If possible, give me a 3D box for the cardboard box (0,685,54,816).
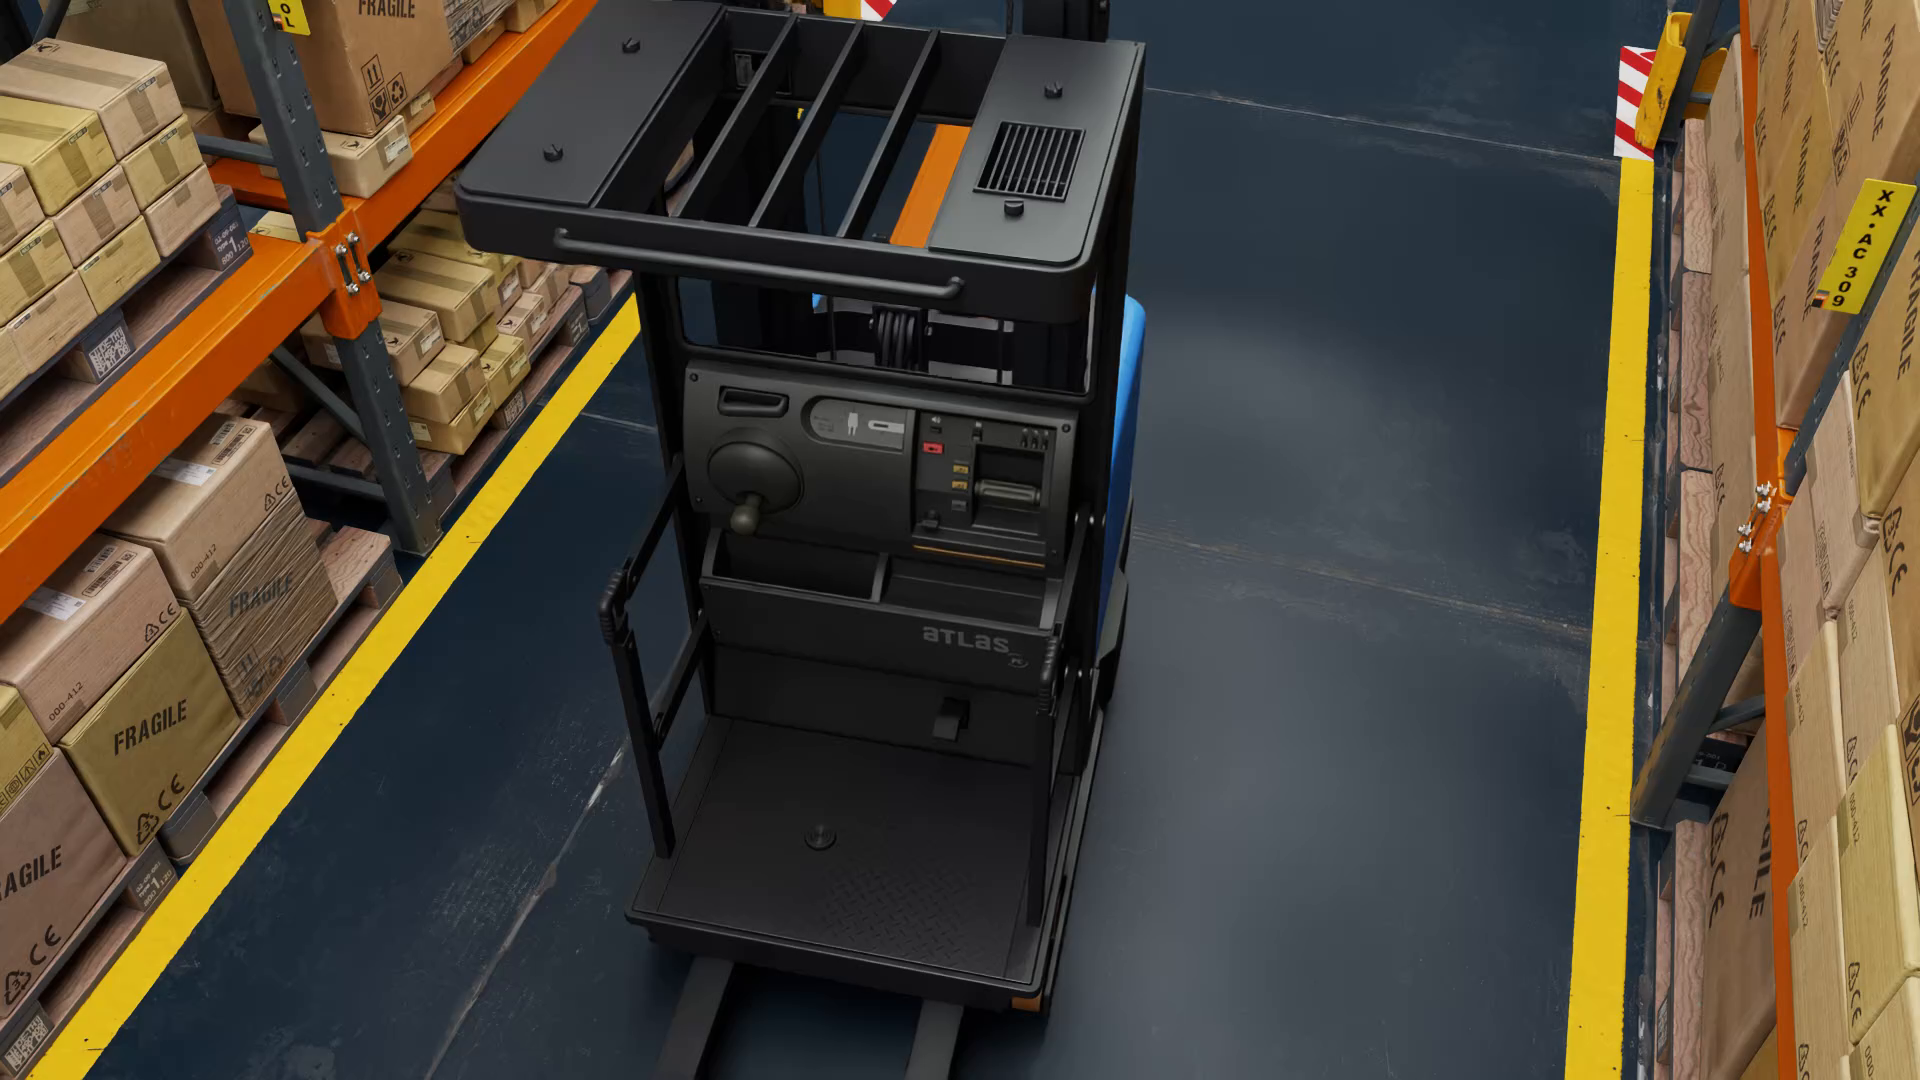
[{"bbox_3d":[-2.582,0.567,3.976,0.500,0.250,0.500,11,45,11],"label":"cardboard box"}]

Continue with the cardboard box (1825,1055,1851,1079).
[{"bbox_3d":[1.595,1.134,2.554,0.500,0.250,0.500,12,46,12],"label":"cardboard box"}]

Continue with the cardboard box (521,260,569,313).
[{"bbox_3d":[-1.731,-0.993,6.358,0.380,0.149,0.250,12,46,12],"label":"cardboard box"}]

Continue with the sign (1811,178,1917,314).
[{"bbox_3d":[1.936,-0.626,3.570,0.100,0.325,0.005,13,46,13],"label":"sign"}]

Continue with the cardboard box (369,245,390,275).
[{"bbox_3d":[-2.356,-1.033,6.187,0.380,0.149,0.250,11,45,11],"label":"cardboard box"}]

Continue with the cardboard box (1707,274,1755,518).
[{"bbox_3d":[3.028,-0.399,5.545,0.875,0.438,0.875,11,45,11],"label":"cardboard box"}]

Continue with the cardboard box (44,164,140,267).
[{"bbox_3d":[-2.294,-0.837,4.127,0.380,0.149,0.250,13,46,13],"label":"cardboard box"}]

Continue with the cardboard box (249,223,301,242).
[{"bbox_3d":[-2.383,-0.968,5.907,0.380,0.149,0.250,13,46,13],"label":"cardboard box"}]

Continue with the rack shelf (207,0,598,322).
[{"bbox_3d":[-1.677,-2.229,6.398,1.077,0.370,4.000,13,46,13],"label":"rack shelf"}]

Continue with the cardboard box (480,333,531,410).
[{"bbox_3d":[-1.786,-0.636,5.994,0.380,0.149,0.250,14,46,14],"label":"cardboard box"}]

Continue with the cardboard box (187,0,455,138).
[{"bbox_3d":[-1.893,-1.572,4.927,0.500,0.500,0.500,12,46,12],"label":"cardboard box"}]

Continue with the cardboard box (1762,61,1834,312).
[{"bbox_3d":[2.513,-0.915,4.469,0.500,0.500,0.500,11,46,12],"label":"cardboard box"}]

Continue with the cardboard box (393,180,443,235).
[{"bbox_3d":[-2.162,-1.292,6.238,0.380,0.149,0.250,14,46,14],"label":"cardboard box"}]

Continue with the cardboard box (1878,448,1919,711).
[{"bbox_3d":[1.931,0.012,2.806,0.500,0.500,0.500,12,46,12],"label":"cardboard box"}]

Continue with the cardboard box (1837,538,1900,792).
[{"bbox_3d":[1.932,0.290,3.059,0.500,0.250,0.500,13,46,13],"label":"cardboard box"}]

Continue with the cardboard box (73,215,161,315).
[{"bbox_3d":[-2.292,-0.733,4.234,0.380,0.149,0.250,13,46,13],"label":"cardboard box"}]

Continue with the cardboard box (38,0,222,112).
[{"bbox_3d":[-2.405,-1.677,5.035,0.500,0.500,0.500,13,46,13],"label":"cardboard box"}]

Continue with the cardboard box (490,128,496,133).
[{"bbox_3d":[-1.906,-1.697,6.865,0.380,0.149,0.250,15,46,14],"label":"cardboard box"}]

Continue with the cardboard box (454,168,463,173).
[{"bbox_3d":[-2.128,-1.354,6.514,0.380,0.149,0.250,14,46,13],"label":"cardboard box"}]

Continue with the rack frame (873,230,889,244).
[{"bbox_3d":[-0.019,-0.506,5.463,0.500,1.125,0.032,8,45,9],"label":"rack frame"}]

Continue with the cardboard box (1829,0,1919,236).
[{"bbox_3d":[2.345,-0.938,3.778,0.500,0.500,0.500,12,46,12],"label":"cardboard box"}]

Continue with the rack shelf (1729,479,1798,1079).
[{"bbox_3d":[1.860,1.418,2.670,1.077,0.370,4.000,13,46,13],"label":"rack shelf"}]

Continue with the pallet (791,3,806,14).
[{"bbox_3d":[-1.374,-2.238,7.886,1.003,0.211,1.213,13,46,13],"label":"pallet"}]

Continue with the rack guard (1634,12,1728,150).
[{"bbox_3d":[3.684,-1.961,7.396,1.175,0.500,0.348,13,46,13],"label":"rack guard"}]

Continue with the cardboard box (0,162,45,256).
[{"bbox_3d":[-2.379,-0.766,3.842,0.380,0.149,0.250,11,45,11],"label":"cardboard box"}]

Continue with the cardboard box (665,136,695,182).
[{"bbox_3d":[-1.357,-1.676,7.056,0.380,0.149,0.250,13,46,13],"label":"cardboard box"}]

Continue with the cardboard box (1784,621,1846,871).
[{"bbox_3d":[1.925,0.464,3.238,0.500,0.250,0.500,11,46,12],"label":"cardboard box"}]

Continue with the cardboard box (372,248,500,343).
[{"bbox_3d":[-1.841,-0.854,5.790,0.380,0.149,0.250,15,46,14],"label":"cardboard box"}]

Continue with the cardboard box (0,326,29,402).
[{"bbox_3d":[-2.446,-0.401,3.894,0.380,0.149,0.250,10,45,10],"label":"cardboard box"}]

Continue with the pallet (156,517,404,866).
[{"bbox_3d":[-2.517,0.363,5.228,1.003,0.211,1.213,13,46,13],"label":"pallet"}]

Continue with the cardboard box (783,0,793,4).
[{"bbox_3d":[-0.959,-2.644,7.833,0.380,0.149,0.250,11,46,11],"label":"cardboard box"}]

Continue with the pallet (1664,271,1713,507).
[{"bbox_3d":[3.138,-0.481,6.091,1.003,0.211,1.213,13,46,12],"label":"pallet"}]

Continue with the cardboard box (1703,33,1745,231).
[{"bbox_3d":[3.572,-1.611,6.784,0.875,0.438,0.875,11,45,11],"label":"cardboard box"}]

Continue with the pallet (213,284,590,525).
[{"bbox_3d":[-2.113,-0.612,6.224,1.003,0.211,1.213,13,46,13],"label":"pallet"}]

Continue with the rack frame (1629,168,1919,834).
[{"bbox_3d":[2.466,-0.172,3.781,1.000,3.000,0.127,13,46,13],"label":"rack frame"}]

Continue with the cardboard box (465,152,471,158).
[{"bbox_3d":[-2.098,-1.674,6.629,0.380,0.149,0.250,11,45,11],"label":"cardboard box"}]

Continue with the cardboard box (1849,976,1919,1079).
[{"bbox_3d":[1.603,0.958,2.376,0.500,0.250,0.500,11,45,11],"label":"cardboard box"}]

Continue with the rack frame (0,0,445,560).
[{"bbox_3d":[-2.283,-1.153,4.784,1.000,3.000,0.127,13,46,13],"label":"rack frame"}]

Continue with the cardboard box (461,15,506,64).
[{"bbox_3d":[-1.759,-1.739,5.562,0.380,0.149,0.250,11,45,11],"label":"cardboard box"}]

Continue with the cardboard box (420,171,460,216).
[{"bbox_3d":[-1.754,-1.211,6.156,0.380,0.149,0.250,11,46,11],"label":"cardboard box"}]

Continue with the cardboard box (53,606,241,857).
[{"bbox_3d":[-2.422,0.479,4.603,0.500,0.500,0.500,12,46,12],"label":"cardboard box"}]

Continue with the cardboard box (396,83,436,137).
[{"bbox_3d":[-1.878,-1.371,5.186,0.380,0.149,0.250,14,46,14],"label":"cardboard box"}]

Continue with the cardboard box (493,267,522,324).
[{"bbox_3d":[-1.837,-0.922,6.073,0.380,0.149,0.250,12,46,12],"label":"cardboard box"}]

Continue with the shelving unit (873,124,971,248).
[{"bbox_3d":[0.086,-0.854,5.819,0.538,1.125,1.048,8,45,9],"label":"shelving unit"}]

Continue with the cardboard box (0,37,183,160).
[{"bbox_3d":[-2.218,-1.117,4.201,0.380,0.149,0.250,15,46,14],"label":"cardboard box"}]

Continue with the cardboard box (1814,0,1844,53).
[{"bbox_3d":[2.652,-1.616,4.470,0.500,0.500,0.500,13,46,13],"label":"cardboard box"}]

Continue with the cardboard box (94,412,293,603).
[{"bbox_3d":[-2.267,-0.128,4.687,0.500,0.250,0.500,11,46,11],"label":"cardboard box"}]

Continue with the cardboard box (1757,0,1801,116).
[{"bbox_3d":[2.824,-1.599,5.168,0.500,0.500,0.500,14,46,14],"label":"cardboard box"}]

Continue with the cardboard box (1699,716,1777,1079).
[{"bbox_3d":[2.354,0.868,3.938,0.875,0.875,0.875,14,46,14],"label":"cardboard box"}]

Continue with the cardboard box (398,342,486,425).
[{"bbox_3d":[-1.868,-0.564,5.707,0.380,0.149,0.250,14,46,14],"label":"cardboard box"}]

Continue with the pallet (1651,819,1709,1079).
[{"bbox_3d":[2.304,1.355,4.214,1.003,0.211,1.213,13,46,13],"label":"pallet"}]

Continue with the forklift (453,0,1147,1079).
[{"bbox_3d":[-0.238,-0.080,3.736,1.130,2.935,3.031,8,45,9],"label":"forklift"}]

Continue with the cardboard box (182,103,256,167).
[{"bbox_3d":[-2.419,-1.303,5.117,0.380,0.149,0.250,12,46,12],"label":"cardboard box"}]
